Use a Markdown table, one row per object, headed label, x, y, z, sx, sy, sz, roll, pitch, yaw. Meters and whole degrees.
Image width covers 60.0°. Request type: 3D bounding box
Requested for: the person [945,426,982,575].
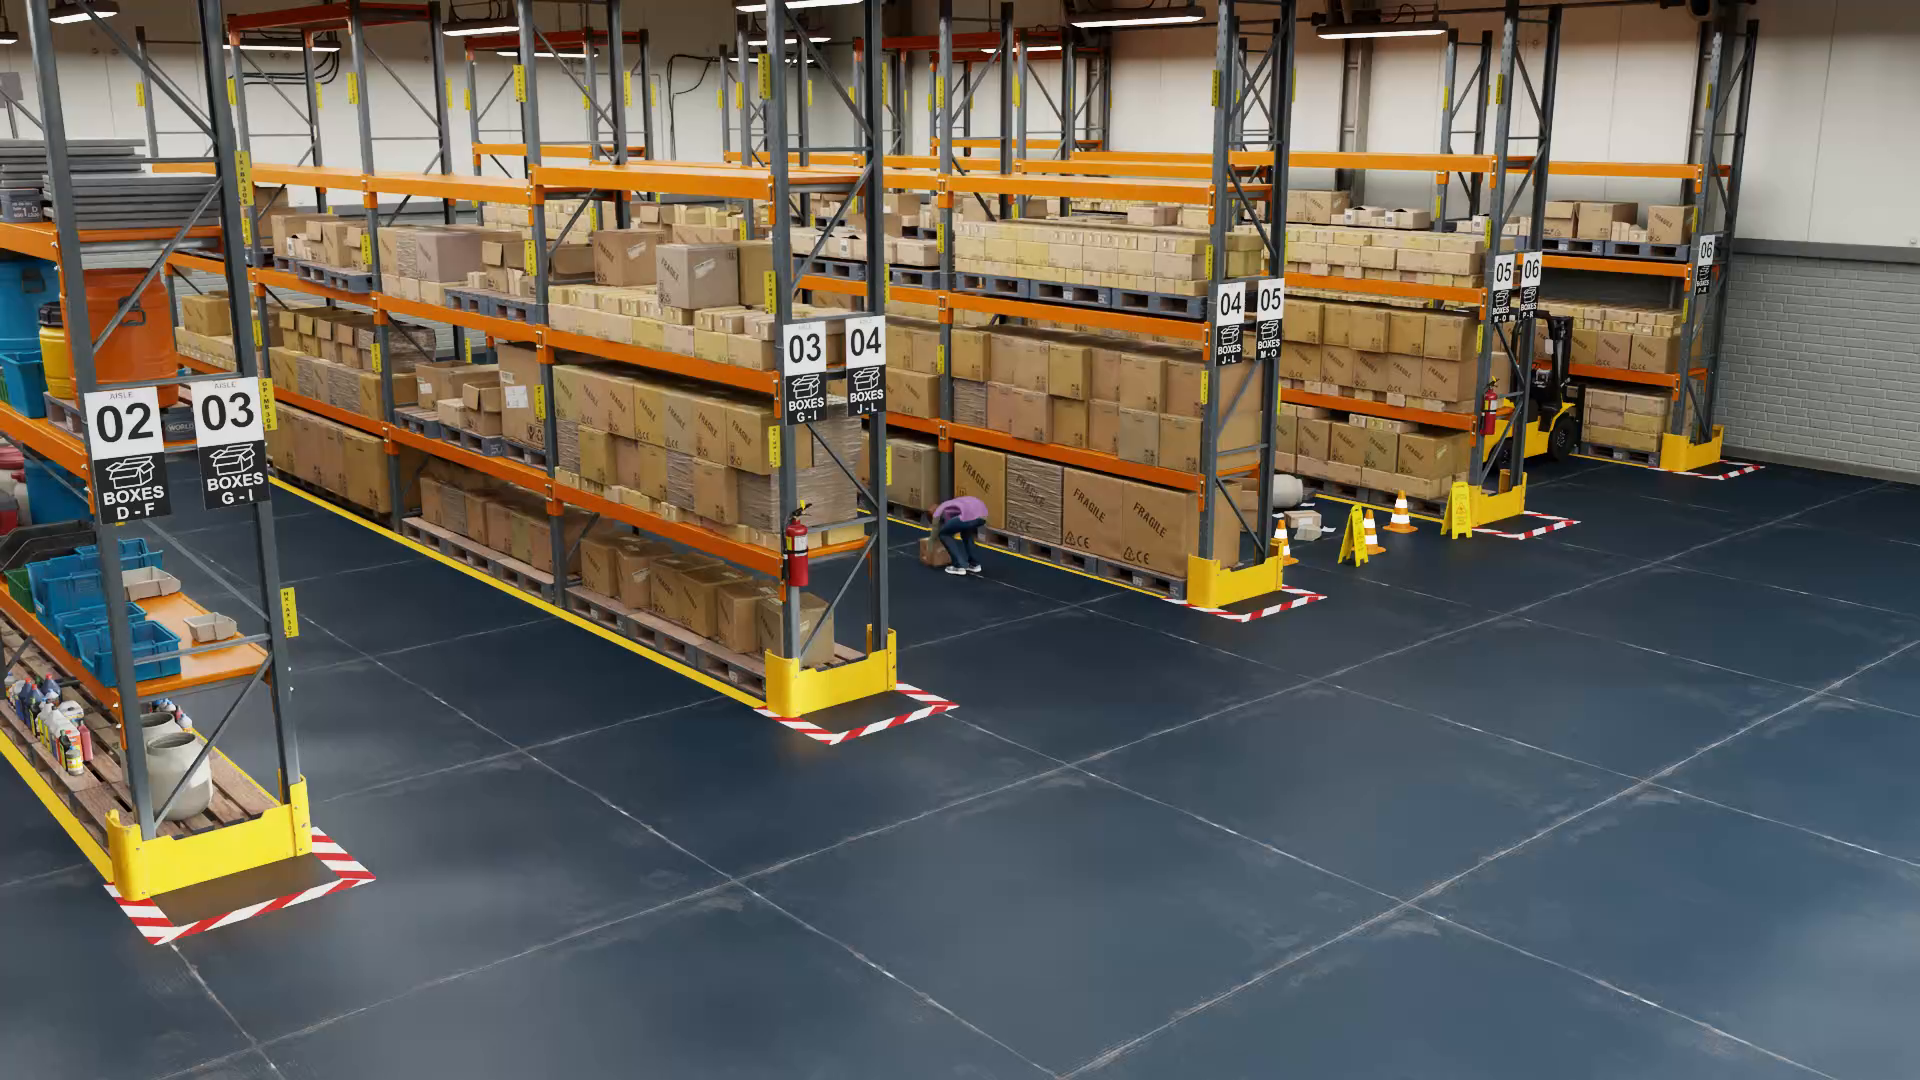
| label | x | y | z | sx | sy | sz | roll | pitch | yaw |
| --- | --- | --- | --- | --- | --- | --- | --- | --- | --- |
| person | 0.046 | -0.419 | 17.668 | 0.481 | 1.591 | 0.348 | -14 | 20 | -43 |
